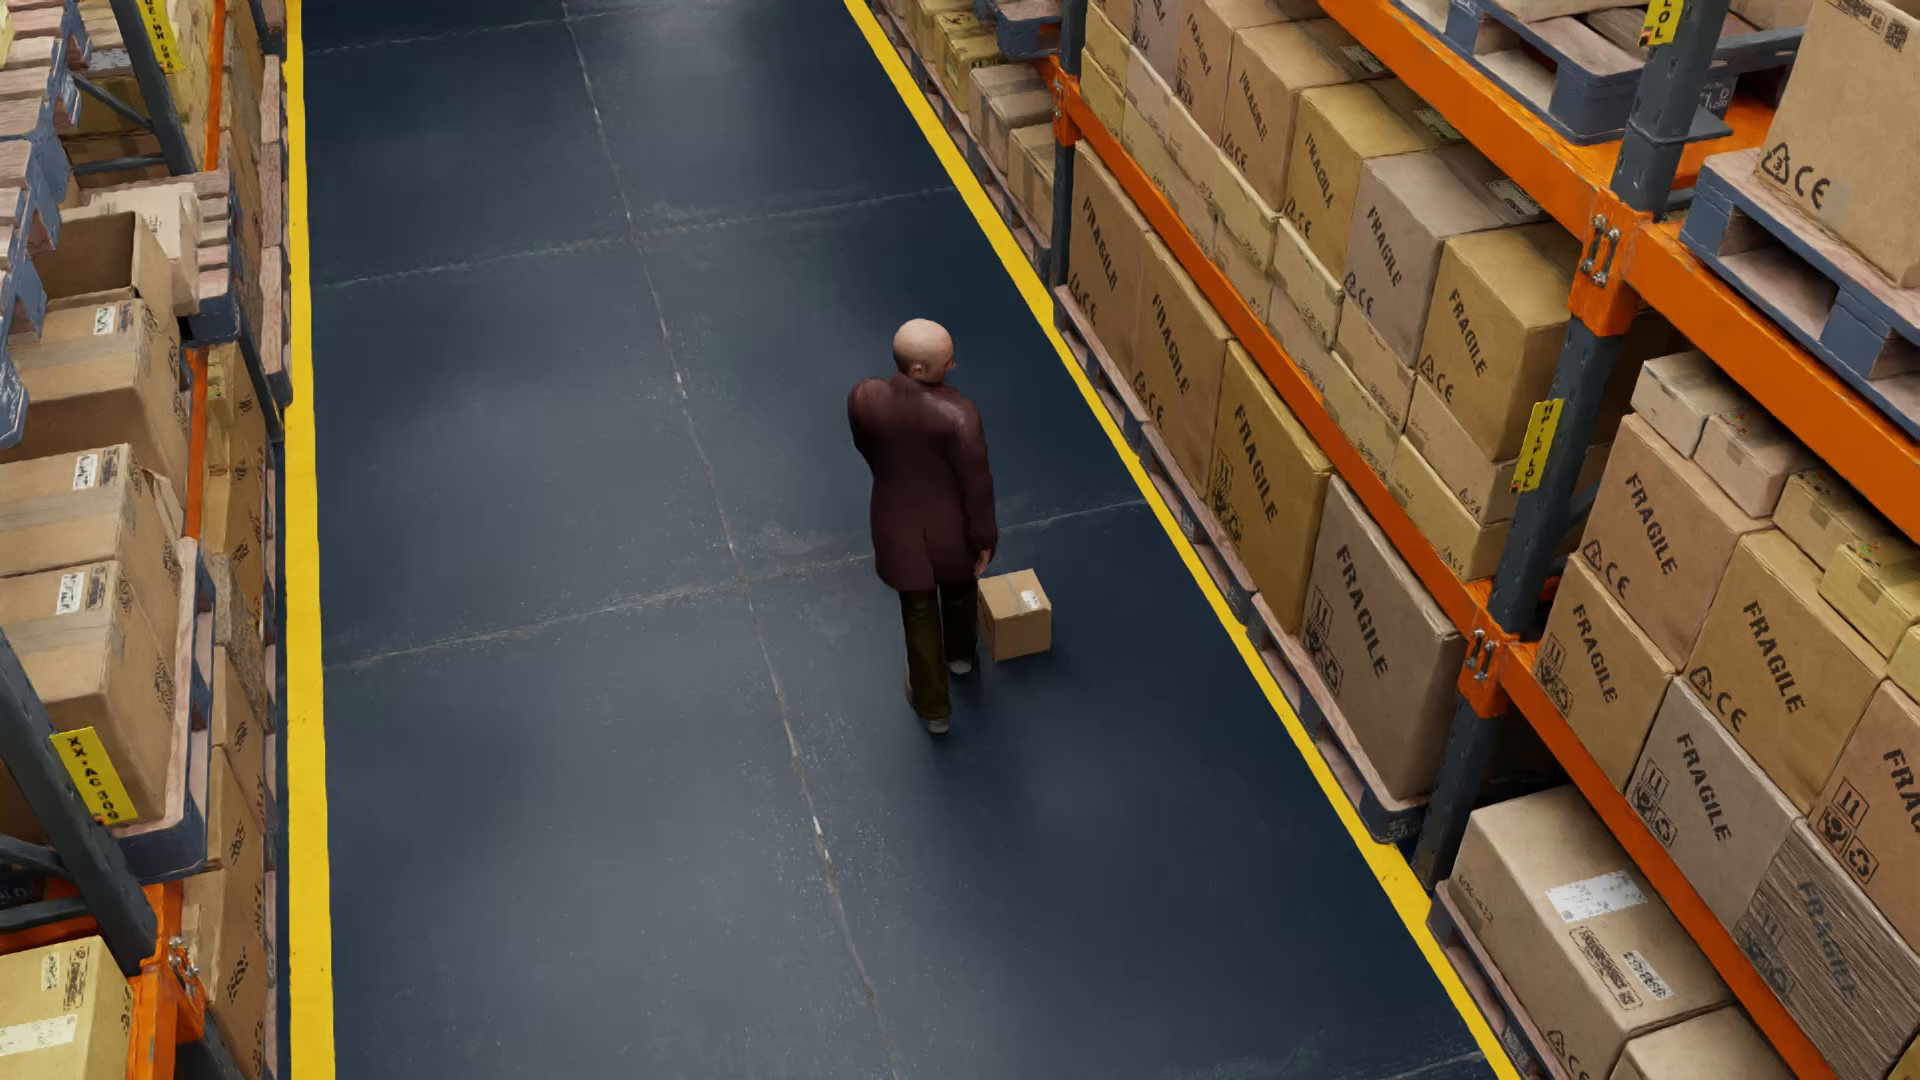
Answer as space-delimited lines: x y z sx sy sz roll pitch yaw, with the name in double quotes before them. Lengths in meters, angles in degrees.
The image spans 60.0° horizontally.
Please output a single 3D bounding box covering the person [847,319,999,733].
"person" -0.127 -0.081 6.290 0.569 1.818 0.698 4 42 4
